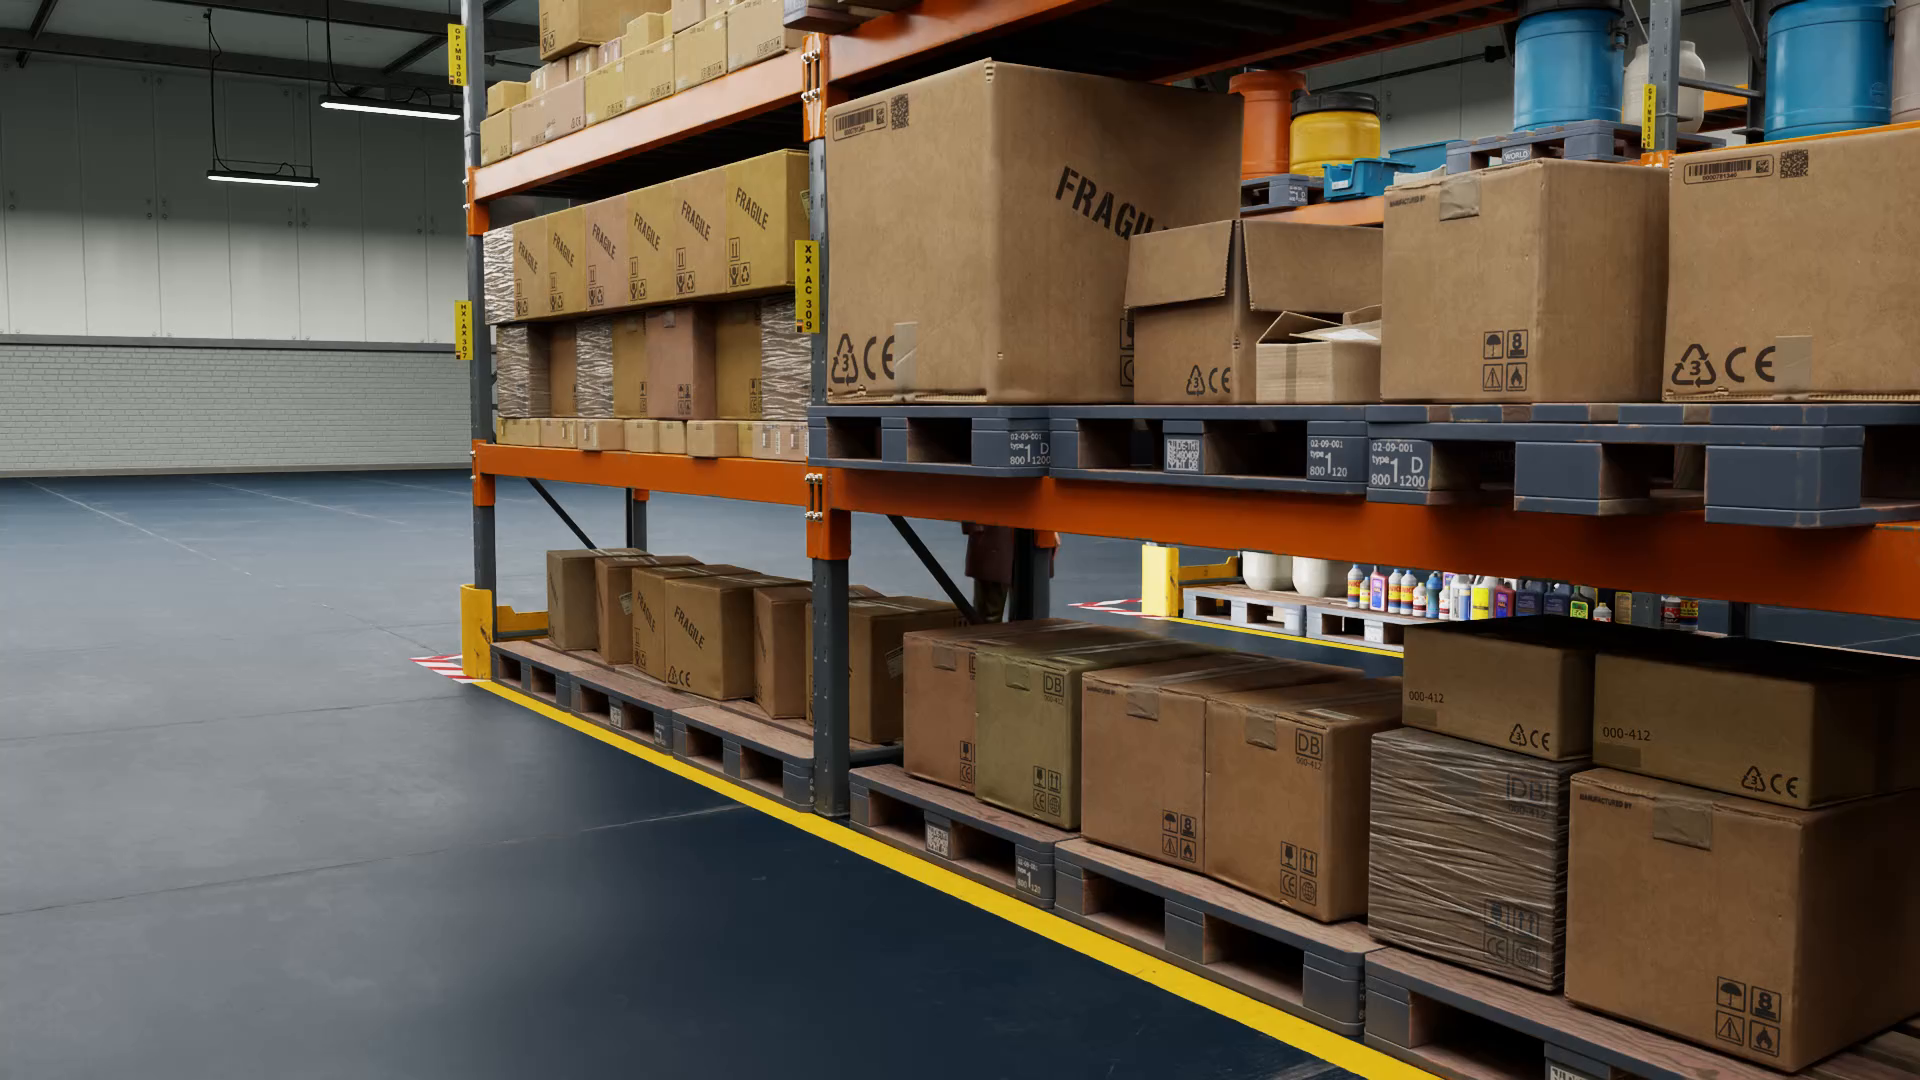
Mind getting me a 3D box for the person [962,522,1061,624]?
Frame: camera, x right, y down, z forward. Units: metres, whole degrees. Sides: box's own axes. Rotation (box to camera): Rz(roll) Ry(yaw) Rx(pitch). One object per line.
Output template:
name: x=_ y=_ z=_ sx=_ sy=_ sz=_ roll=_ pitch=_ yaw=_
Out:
person: x=0.262 y=-0.033 z=8.197 sx=0.562 sy=1.786 sz=0.388 roll=-3 pitch=5 yaw=-31
